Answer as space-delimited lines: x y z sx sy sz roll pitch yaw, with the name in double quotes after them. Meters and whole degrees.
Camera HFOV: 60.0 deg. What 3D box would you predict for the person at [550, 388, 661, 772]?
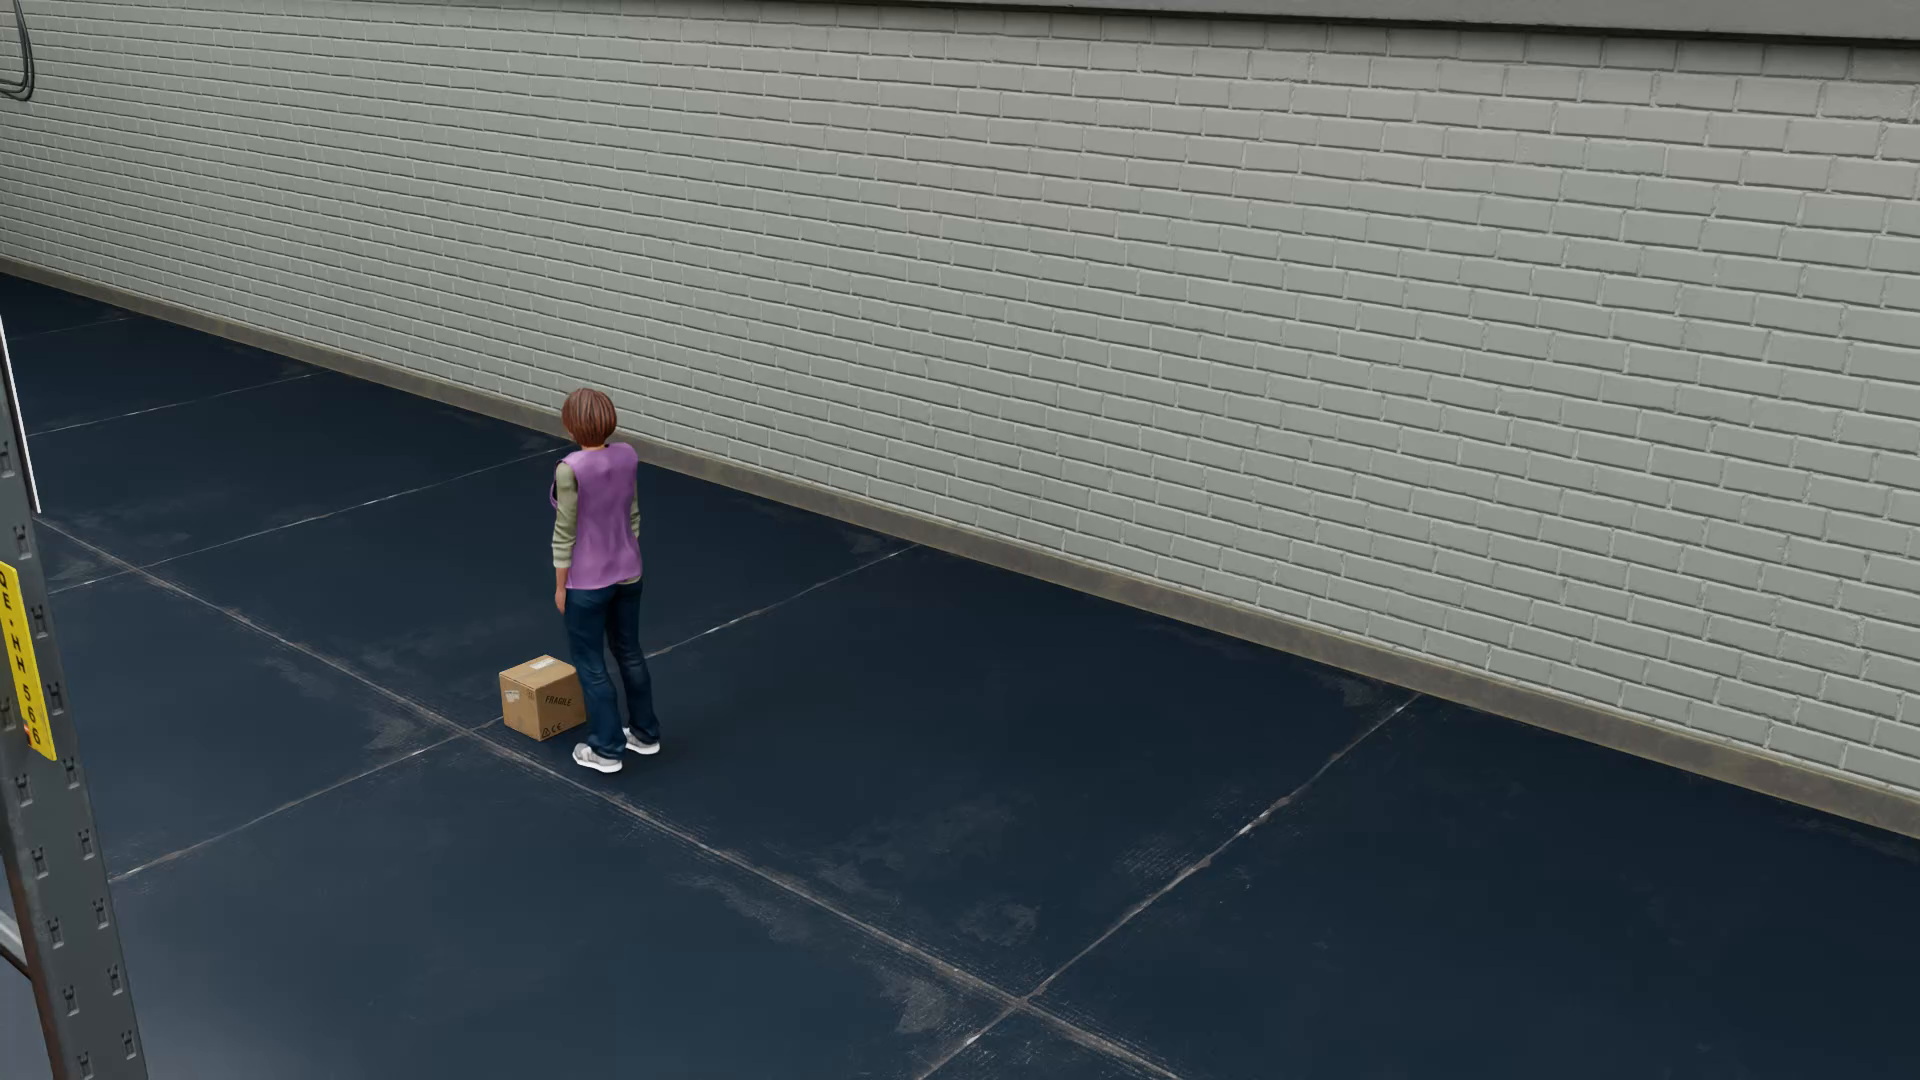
-1.447 0.163 6.656 0.301 1.597 0.405 17 26 38 "person"
